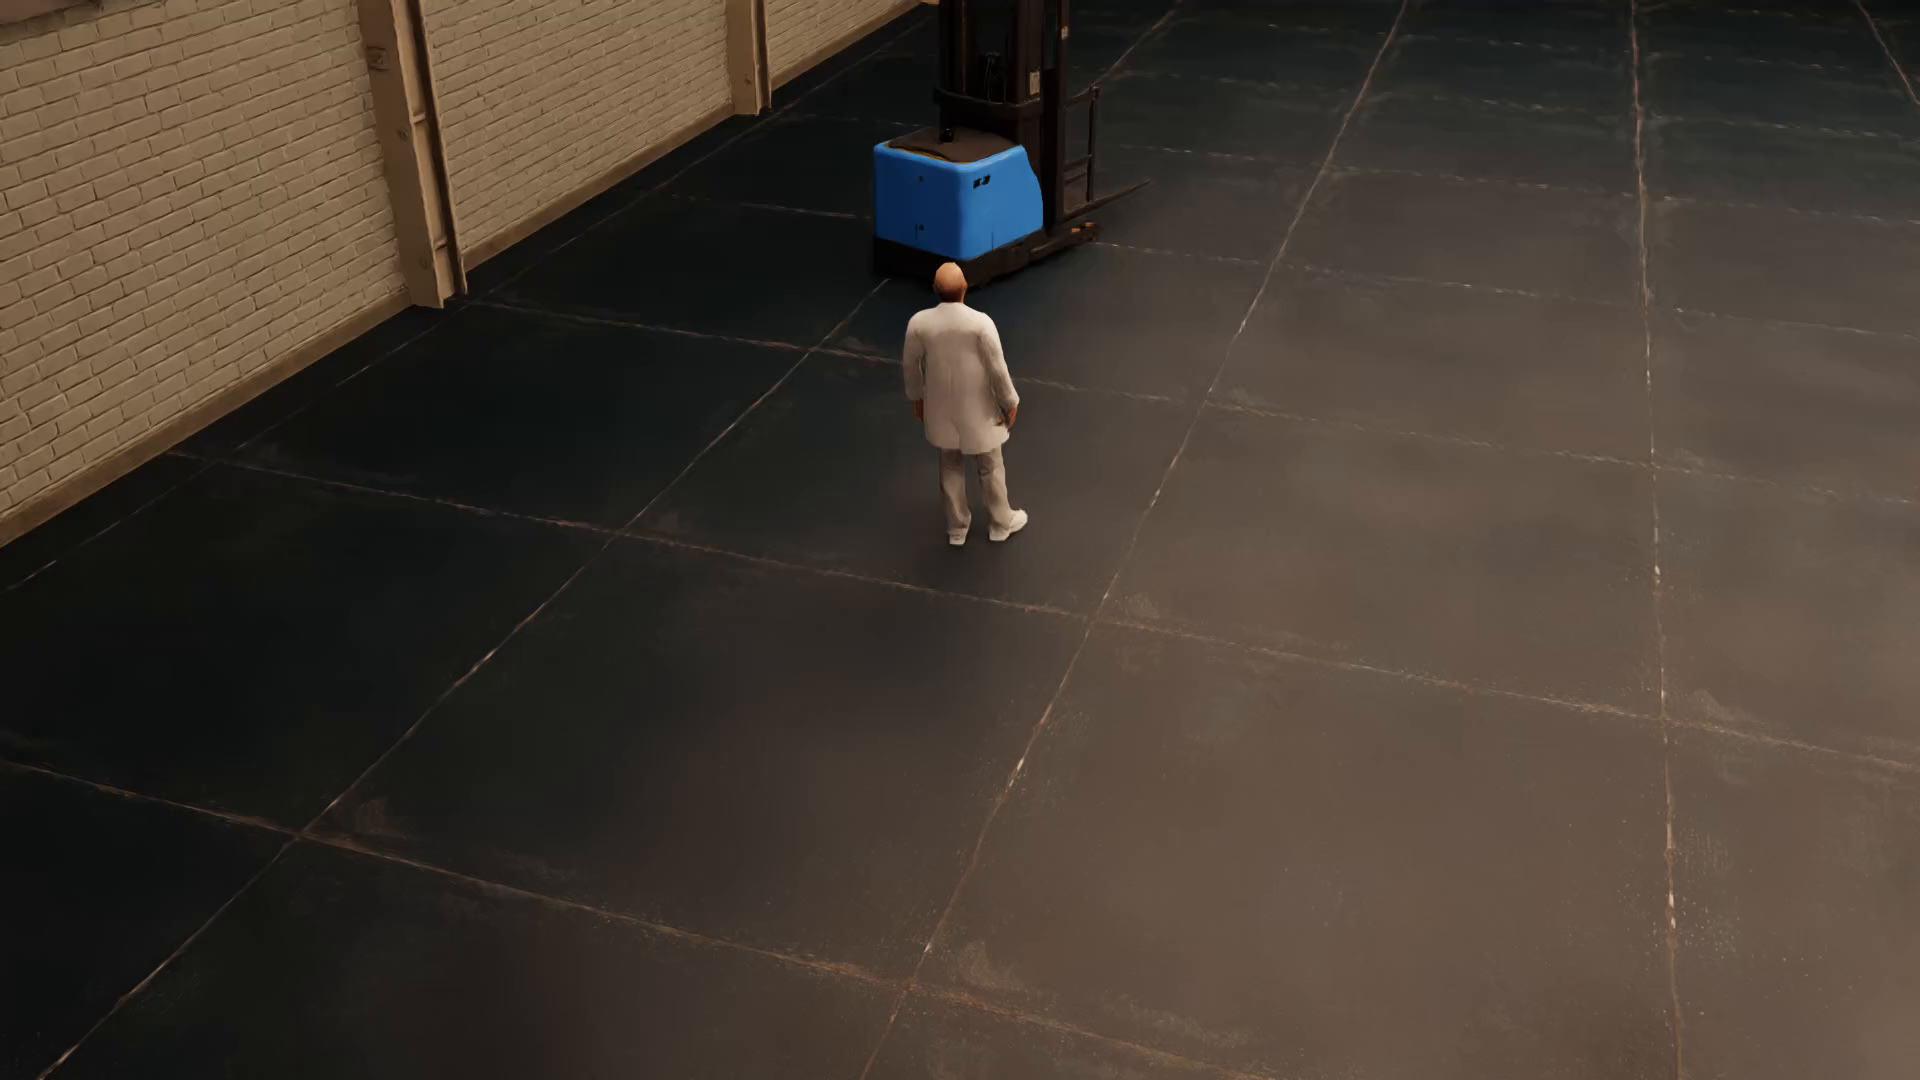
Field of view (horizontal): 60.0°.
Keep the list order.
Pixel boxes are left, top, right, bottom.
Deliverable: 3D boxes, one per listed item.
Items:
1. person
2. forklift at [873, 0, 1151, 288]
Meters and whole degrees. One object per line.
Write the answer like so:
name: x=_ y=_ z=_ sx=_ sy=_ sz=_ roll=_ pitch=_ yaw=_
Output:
person: x=0.034 y=-0.821 z=9.726 sx=0.694 sy=1.776 sz=0.579 roll=10 pitch=31 yaw=16
forklift: x=0.587 y=-3.989 z=14.135 sx=1.130 sy=2.935 sz=3.031 roll=22 pitch=36 yaw=33
